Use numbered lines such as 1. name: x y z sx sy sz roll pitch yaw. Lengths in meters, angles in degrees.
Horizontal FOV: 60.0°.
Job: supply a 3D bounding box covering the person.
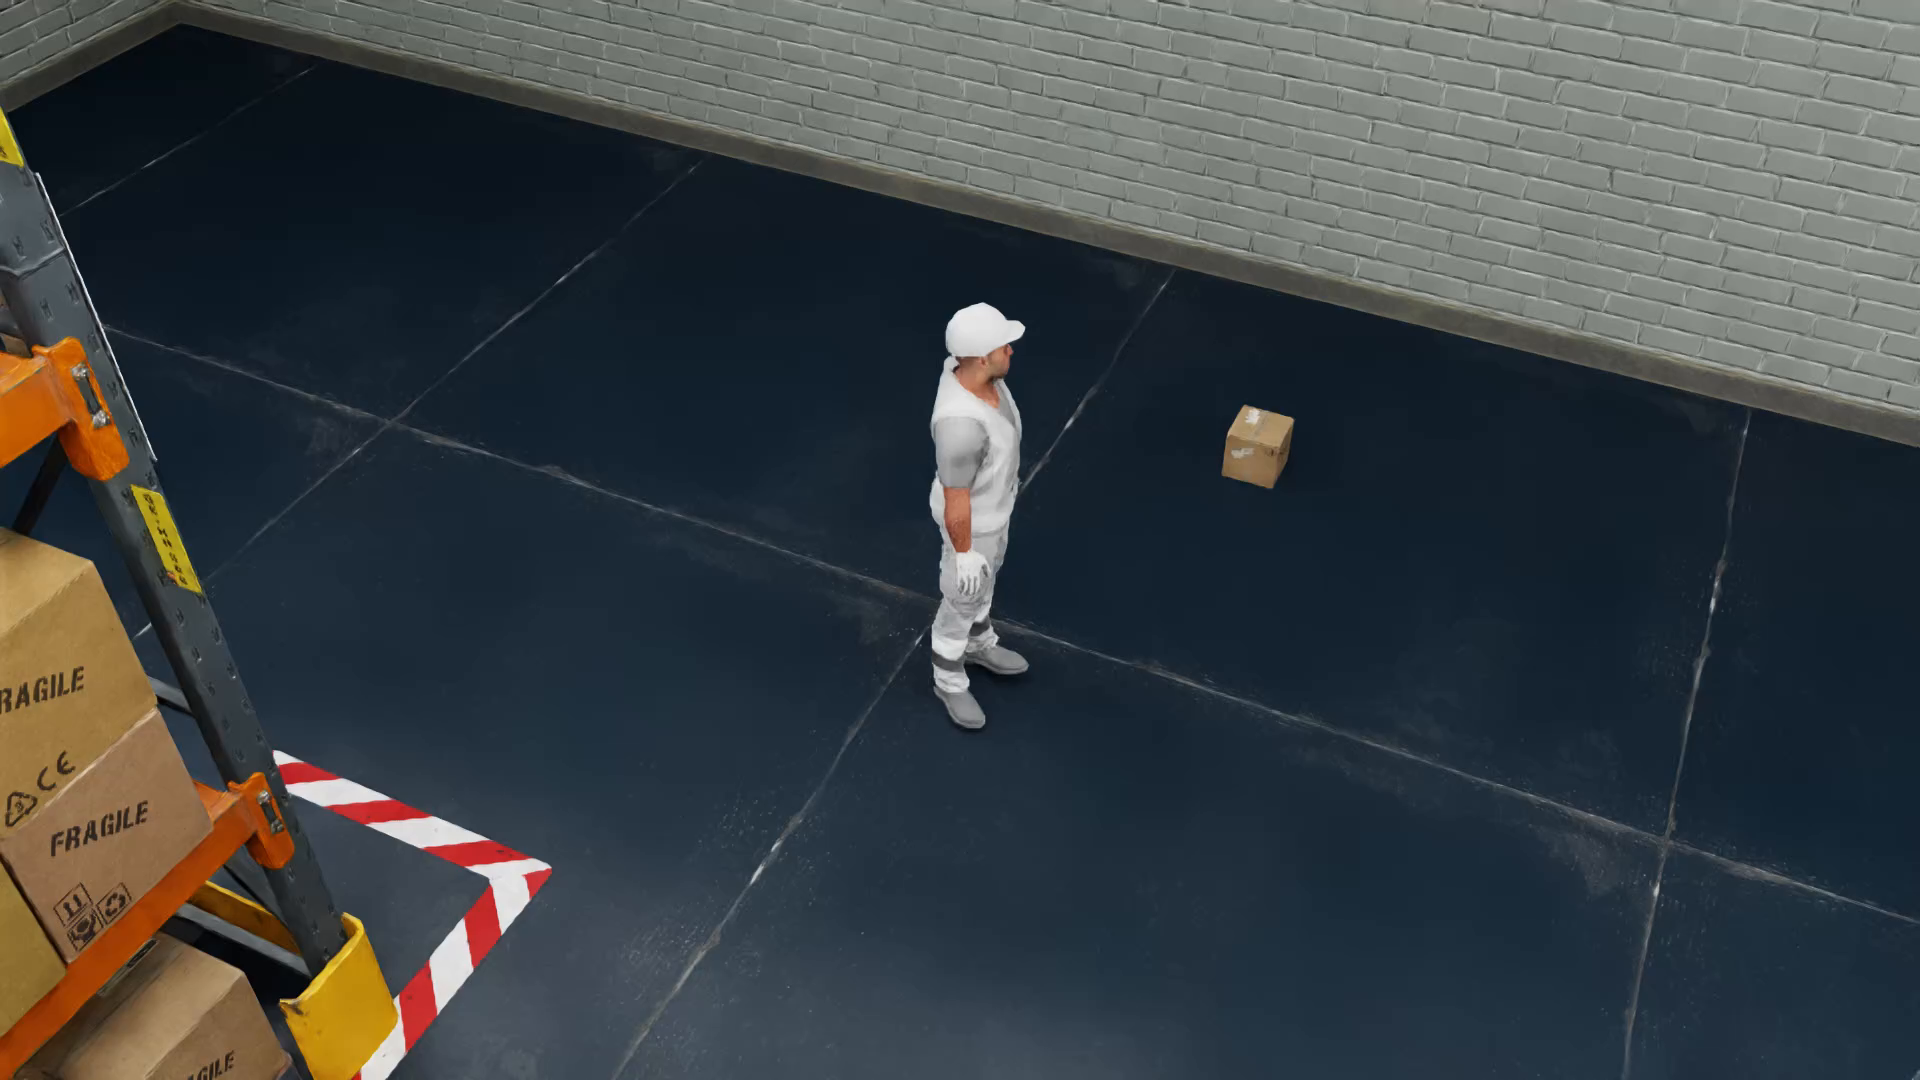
1. person: 0.080 -0.105 6.215 0.378 1.797 0.636 9 42 10
